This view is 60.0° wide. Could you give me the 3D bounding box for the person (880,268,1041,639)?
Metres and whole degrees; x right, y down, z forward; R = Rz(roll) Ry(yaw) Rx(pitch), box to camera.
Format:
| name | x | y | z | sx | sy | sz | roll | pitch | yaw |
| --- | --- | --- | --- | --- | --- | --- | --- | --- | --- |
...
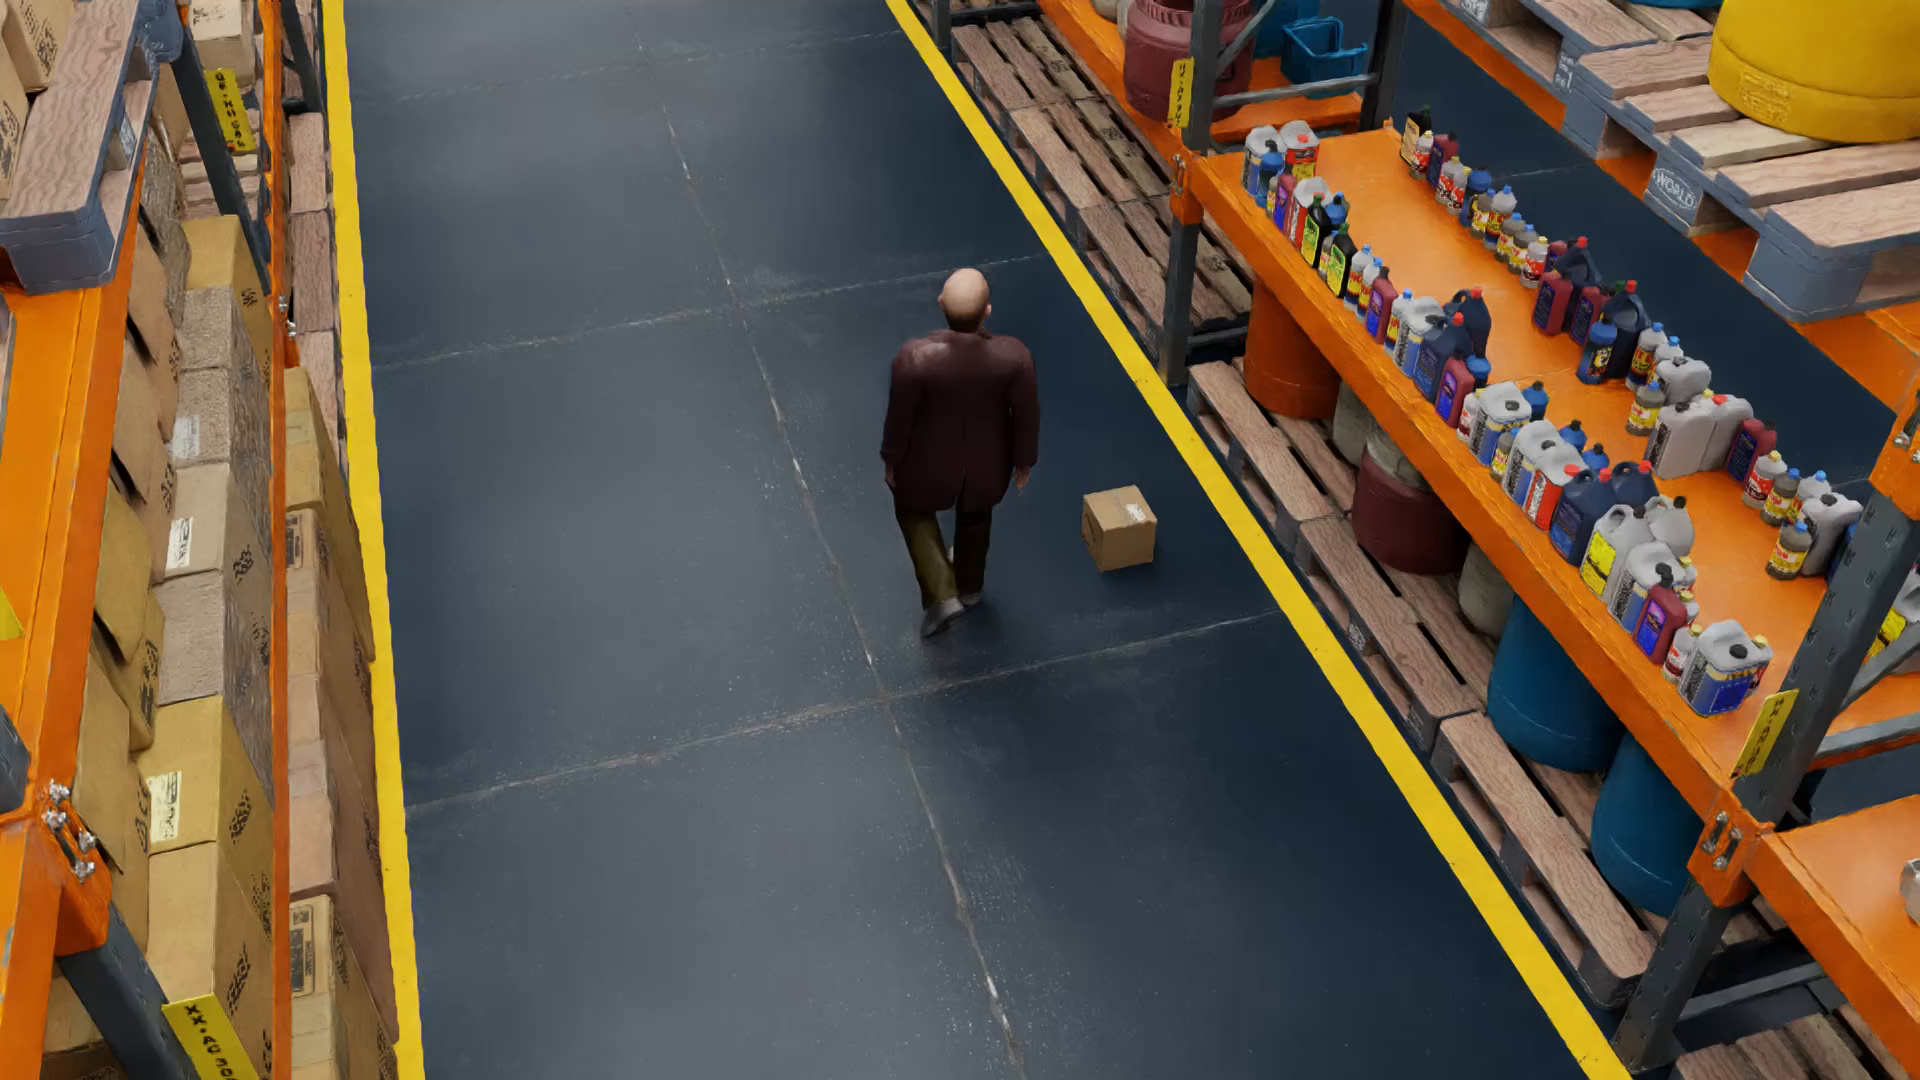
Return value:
| name | x | y | z | sx | sy | sz | roll | pitch | yaw |
| --- | --- | --- | --- | --- | --- | --- | --- | --- | --- |
| person | -0.013 | -0.366 | 6.583 | 0.617 | 1.772 | 0.725 | -6 | 42 | -7 |
